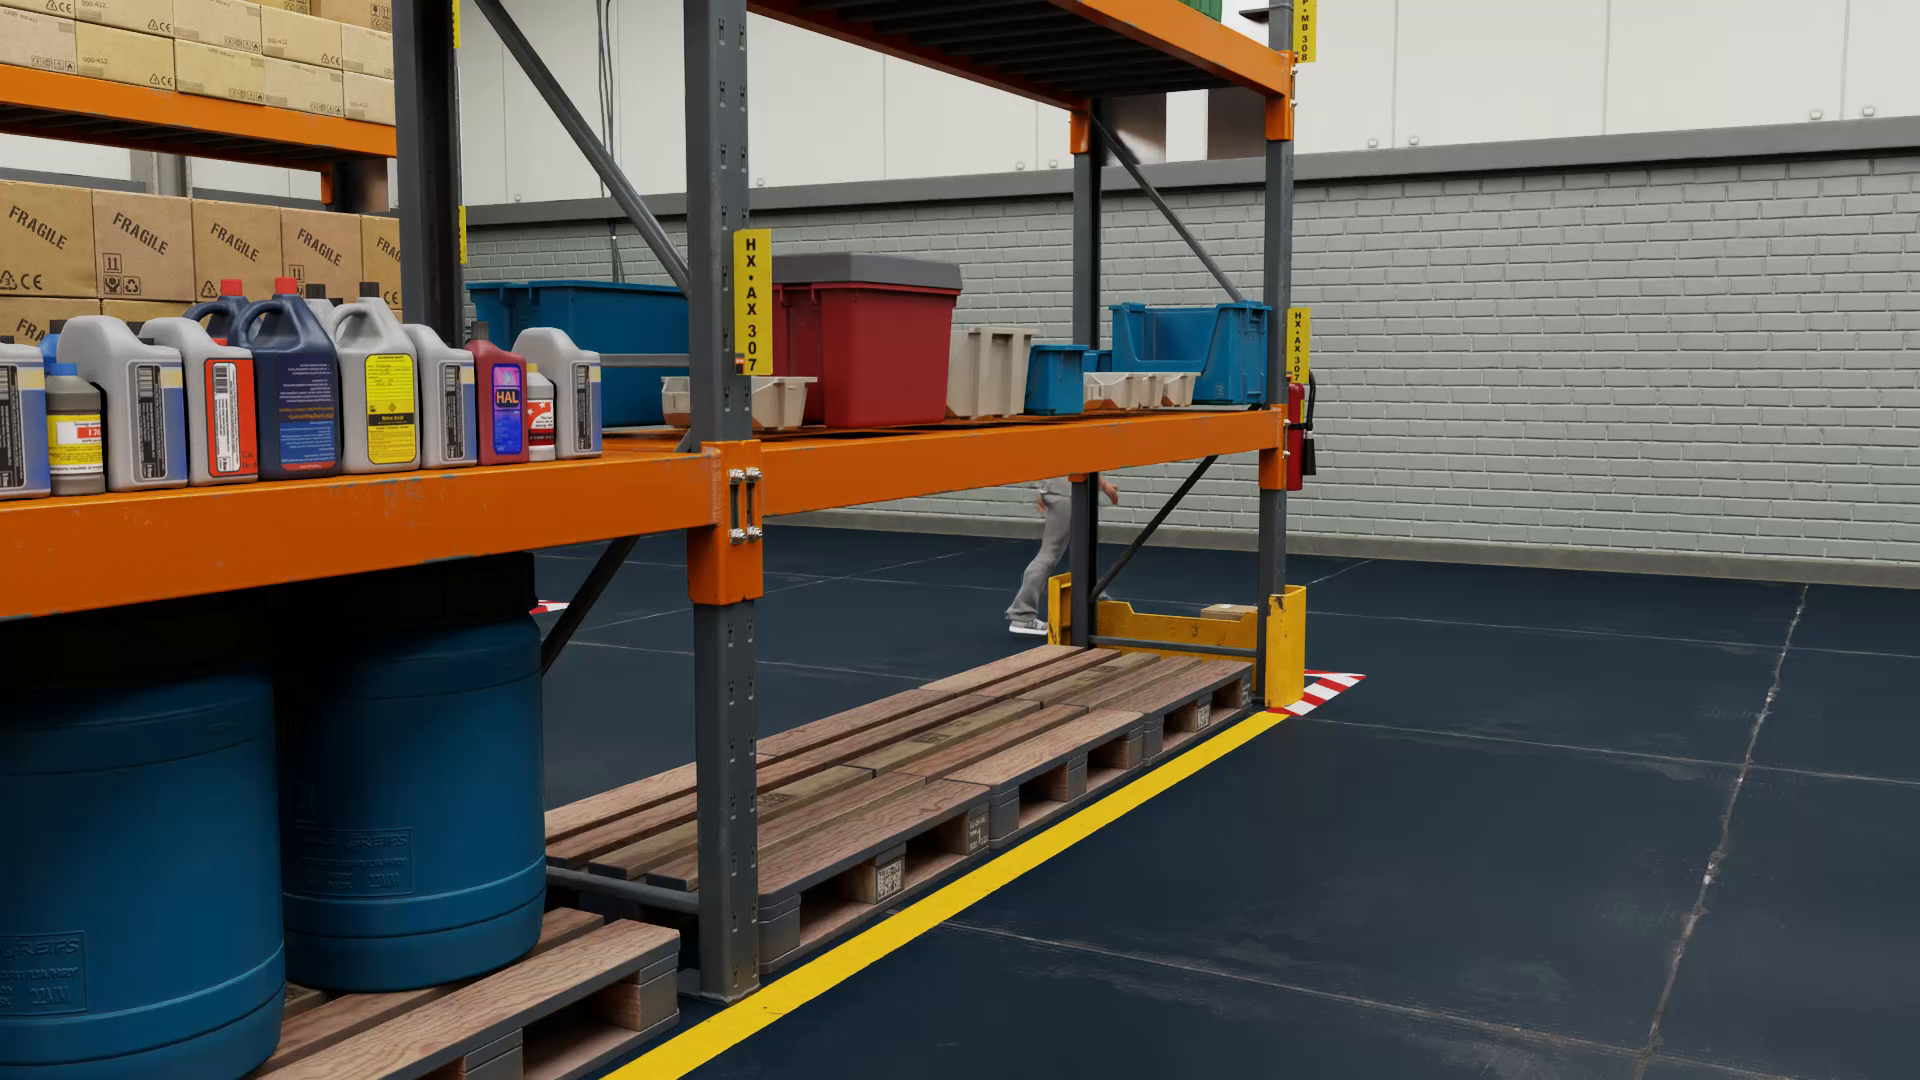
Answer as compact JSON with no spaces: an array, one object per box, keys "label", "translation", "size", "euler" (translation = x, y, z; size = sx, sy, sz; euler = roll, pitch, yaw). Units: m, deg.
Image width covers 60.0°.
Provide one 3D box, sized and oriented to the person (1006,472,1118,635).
[{"label":"person","translation":[0.640,-0.253,9.056],"size":[0.793,1.545,0.481],"euler":[-1,6,-13]}]
